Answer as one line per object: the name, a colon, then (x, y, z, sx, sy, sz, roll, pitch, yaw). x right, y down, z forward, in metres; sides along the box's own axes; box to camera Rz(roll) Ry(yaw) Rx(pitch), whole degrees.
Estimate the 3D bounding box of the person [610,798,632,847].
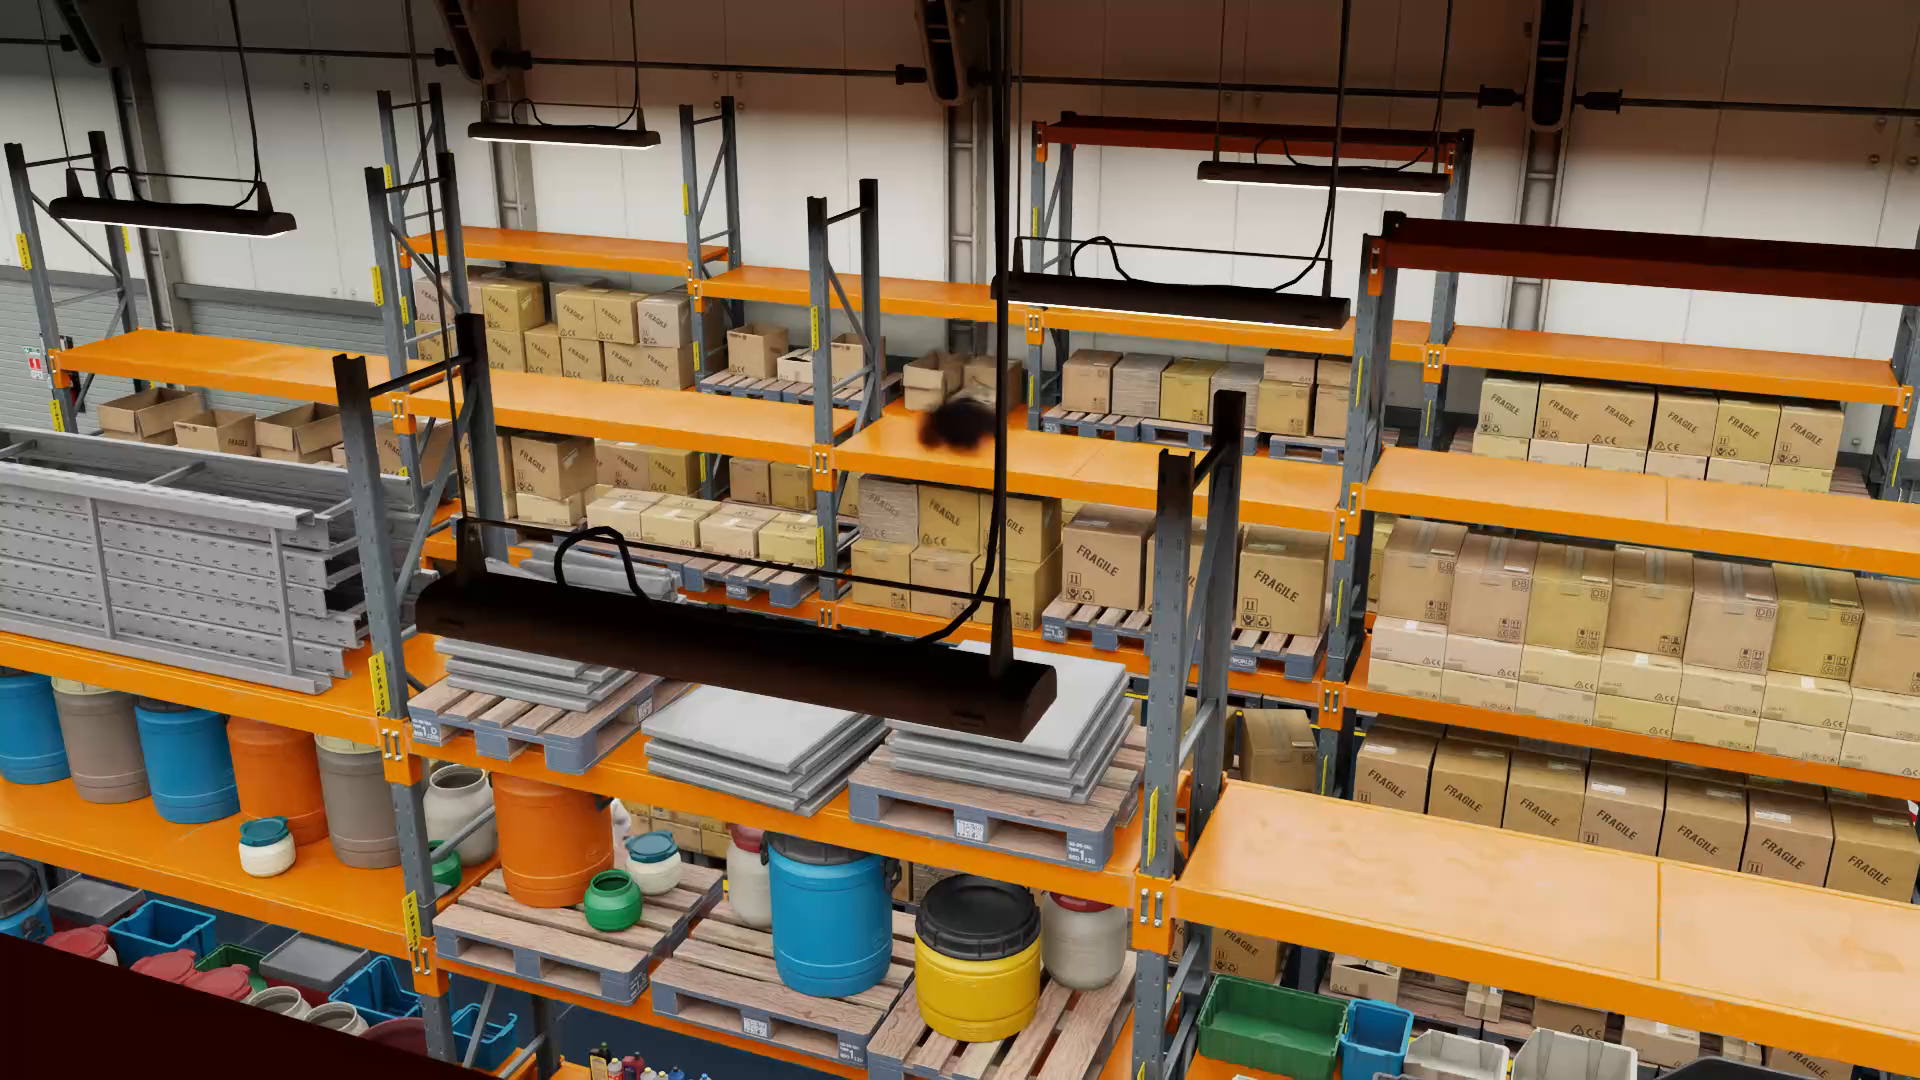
person: (-2.805, 2.636, 13.068, 0.649, 1.745, 0.761, 8, 22, 20)
